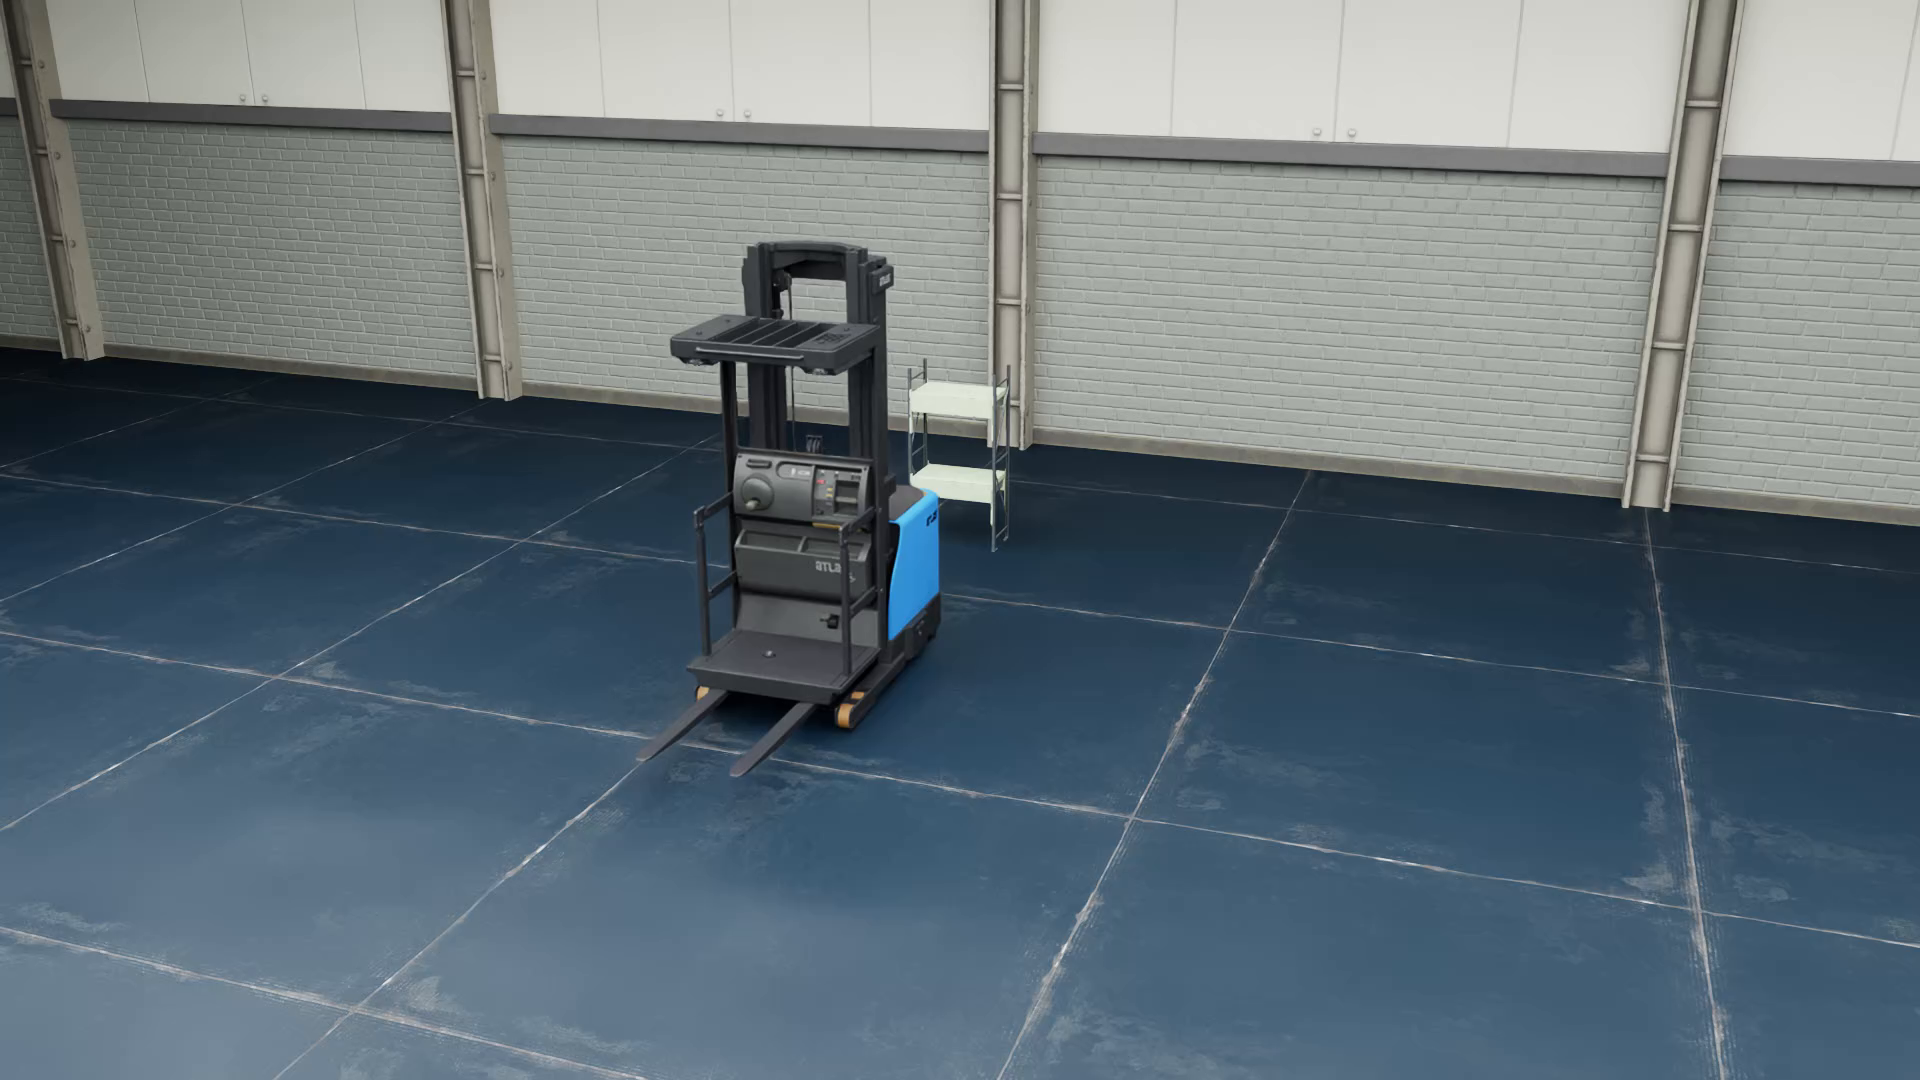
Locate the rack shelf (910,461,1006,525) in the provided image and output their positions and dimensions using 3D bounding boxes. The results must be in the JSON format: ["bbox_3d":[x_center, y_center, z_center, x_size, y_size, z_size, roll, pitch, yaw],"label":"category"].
[{"bbox_3d":[-0.006,-0.401,13.939,0.720,0.370,0.431,7,20,18],"label":"rack shelf"}]

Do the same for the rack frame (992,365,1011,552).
[{"bbox_3d":[0.339,-0.669,13.718,0.023,1.500,0.400,7,20,18],"label":"rack frame"}]

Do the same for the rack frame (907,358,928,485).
[{"bbox_3d":[-0.352,-0.748,13.945,0.023,1.500,0.400,7,20,18],"label":"rack frame"}]

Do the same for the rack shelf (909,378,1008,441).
[{"bbox_3d":[-0.006,-1.077,13.703,0.720,0.370,0.431,7,20,18],"label":"rack shelf"}]

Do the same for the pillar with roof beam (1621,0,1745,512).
[{"bbox_3d":[4.764,-3.230,9.671,0.400,9.000,9.100,7,20,18],"label":"pillar with roof beam"}]

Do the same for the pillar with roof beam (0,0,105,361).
[{"bbox_3d":[-12.239,-5.174,15.249,0.400,9.000,9.100,7,20,18],"label":"pillar with roof beam"}]

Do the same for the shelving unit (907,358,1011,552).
[{"bbox_3d":[-0.006,-0.709,13.831,0.755,1.500,0.431,7,20,18],"label":"shelving unit"}]

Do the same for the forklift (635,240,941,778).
[{"bbox_3d":[-1.096,-0.326,10.557,1.130,2.935,3.031,6,20,18],"label":"forklift"}]

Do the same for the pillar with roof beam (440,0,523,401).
[{"bbox_3d":[-6.572,-4.526,13.390,0.400,9.000,9.100,7,20,18],"label":"pillar with roof beam"}]

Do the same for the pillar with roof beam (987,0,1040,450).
[{"bbox_3d":[-0.904,-3.878,11.530,0.400,9.000,9.100,7,20,18],"label":"pillar with roof beam"}]
